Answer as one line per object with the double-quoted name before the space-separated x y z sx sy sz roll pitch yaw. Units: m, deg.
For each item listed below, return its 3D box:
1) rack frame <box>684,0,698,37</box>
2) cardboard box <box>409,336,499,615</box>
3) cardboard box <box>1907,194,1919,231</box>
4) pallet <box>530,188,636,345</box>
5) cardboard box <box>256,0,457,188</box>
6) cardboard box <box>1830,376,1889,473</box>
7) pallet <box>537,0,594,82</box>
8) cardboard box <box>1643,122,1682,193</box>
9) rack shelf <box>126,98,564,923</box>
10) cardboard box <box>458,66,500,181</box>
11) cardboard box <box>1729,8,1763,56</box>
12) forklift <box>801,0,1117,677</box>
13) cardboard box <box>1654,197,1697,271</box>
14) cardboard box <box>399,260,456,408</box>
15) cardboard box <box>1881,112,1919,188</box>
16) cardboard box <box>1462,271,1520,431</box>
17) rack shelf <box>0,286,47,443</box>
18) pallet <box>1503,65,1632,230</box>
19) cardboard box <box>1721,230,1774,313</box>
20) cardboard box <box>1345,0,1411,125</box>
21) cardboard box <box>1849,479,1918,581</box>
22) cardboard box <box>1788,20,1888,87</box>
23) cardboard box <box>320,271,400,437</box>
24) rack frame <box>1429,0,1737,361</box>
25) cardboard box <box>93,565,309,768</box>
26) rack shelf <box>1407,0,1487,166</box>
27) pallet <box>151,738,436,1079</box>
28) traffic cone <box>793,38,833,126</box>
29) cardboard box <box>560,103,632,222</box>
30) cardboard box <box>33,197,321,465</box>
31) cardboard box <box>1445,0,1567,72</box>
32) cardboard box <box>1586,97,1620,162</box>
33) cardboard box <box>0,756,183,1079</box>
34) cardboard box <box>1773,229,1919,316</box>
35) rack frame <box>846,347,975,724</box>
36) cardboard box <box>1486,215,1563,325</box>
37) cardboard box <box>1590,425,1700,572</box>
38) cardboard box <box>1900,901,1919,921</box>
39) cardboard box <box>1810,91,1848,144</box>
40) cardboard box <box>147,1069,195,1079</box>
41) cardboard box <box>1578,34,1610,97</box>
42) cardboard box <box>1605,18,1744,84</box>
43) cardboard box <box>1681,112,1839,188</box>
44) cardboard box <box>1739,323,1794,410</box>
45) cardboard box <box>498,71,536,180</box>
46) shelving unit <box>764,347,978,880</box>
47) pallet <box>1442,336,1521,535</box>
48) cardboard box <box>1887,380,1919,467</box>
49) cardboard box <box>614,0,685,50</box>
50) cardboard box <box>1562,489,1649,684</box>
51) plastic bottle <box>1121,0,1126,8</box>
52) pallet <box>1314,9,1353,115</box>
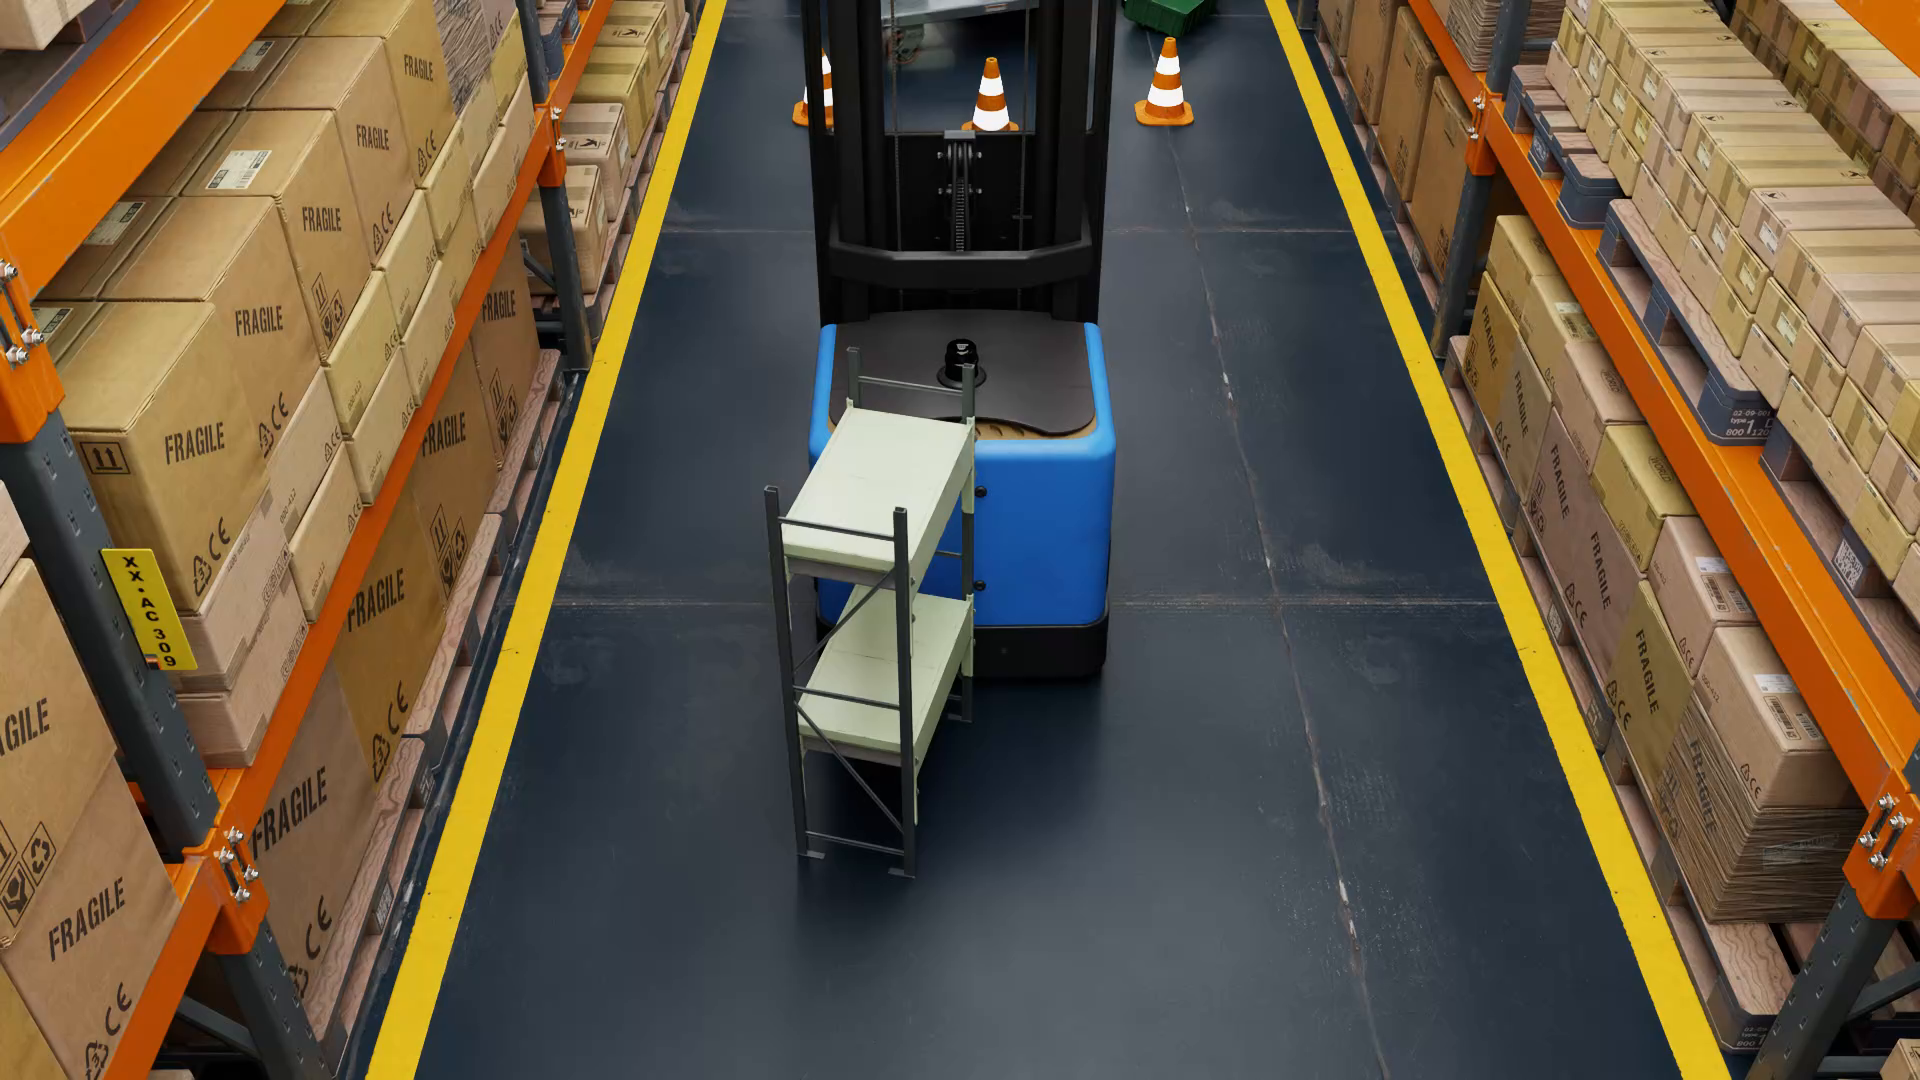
"rack frame" -2.225 -4.487 9.950 1.000 3.000 0.127 0 39 0
"cardboard box" -2.306 -0.330 6.126 0.875 0.875 0.875 0 39 1
"cardboard box" 3.189 -0.957 5.173 0.380 0.149 0.250 -1 39 -1
"pallet" -2.220 -1.386 8.310 1.003 0.211 1.213 0 39 0
"cardboard box" -1.956 -1.460 5.293 0.500 0.500 0.500 0 39 0
"cardboard box" 2.537 -0.301 4.354 0.380 0.149 0.250 2 39 2
"pallet" -2.328 -2.356 7.444 1.213 0.211 1.003 0 39 0
"cardboard box" 2.535 -1.281 5.577 0.380 0.149 0.250 0 39 0
"rack shelf" -2.218 -0.454 5.493 1.077 0.370 4.000 0 39 0
"cardboard box" -1.962 -1.498 5.941 0.500 0.250 0.500 -1 39 -1
"cardboard box" 3.185 -1.925 6.381 0.380 0.149 0.250 1 39 1
"forklift" -0.007 -1.538 6.325 1.130 2.935 3.031 0 39 0
"cardboard box" 2.531 -1.009 5.475 0.380 0.149 0.250 0 39 1
"cardboard box" -1.931 -0.657 5.291 0.500 0.250 0.500 -1 39 -1
"cardboard box" 3.188 -1.235 5.282 0.380 0.149 0.250 2 39 2
"cardboard box" 2.475 -0.798 7.010 0.500 0.500 0.500 -2 39 -2
"rack shelf" -2.214 0.877 1.433 1.077 0.370 4.000 0 39 0
"pallet" 2.837 -1.531 6.416 1.213 0.211 1.003 0 39 0
"cardboard box" 2.531 -0.805 4.984 0.380 0.149 0.250 0 39 0
"cardboard box" 2.813 -2.848 9.368 1.050 0.750 0.750 0 39 0
"cardboard box" 2.534 -0.027 4.250 0.380 0.149 0.250 0 39 0
"cardboard box" 3.187 -1.723 5.891 0.380 0.149 0.250 1 39 1
"cardboard box" -1.937 -0.537 4.742 0.500 0.250 0.500 0 39 1
"rack frame" 2.729 -2.052 6.912 1.000 3.000 0.127 0 39 0
"cardboard box" -1.953 0.299 4.098 0.500 0.250 0.500 -1 39 -1
"rack shelf" 2.727 -3.022 8.697 1.077 0.370 4.000 0 39 0
"pallet" -2.292 1.122 5.181 1.003 0.211 1.213 0 39 0
"traffic cone" -0.824 -2.722 9.777 0.336 0.463 0.334 0 39 0
"cardboard box" -2.220 -1.938 8.536 0.950 0.372 0.625 -1 39 -1
"cardboard box" -1.957 -0.506 4.104 0.500 0.500 0.500 0 39 0
"cardboard box" 2.460 -2.372 7.232 0.500 0.500 0.500 0 39 0
"cardboard box" 2.529 -1.501 6.090 0.380 0.149 0.250 2 39 2
"cardboard box" -1.960 0.767 3.314 0.500 0.500 0.500 0 39 0
"cardboard box" 2.541 -0.747 4.673 0.380 0.149 0.250 -1 39 -2
"rack frame" -0.151 0.032 5.511 0.400 1.500 0.023 9 40 11
"cardboard box" 2.488 -1.102 6.789 0.500 0.250 0.500 -2 39 -2
"cardboard box" 2.478 -0.149 5.601 0.500 0.250 0.500 -2 39 -2
"cardboard box" 2.998 0.799 5.018 0.500 0.500 0.500 1 39 2
"cardboard box" 3.190 -1.437 5.772 0.380 0.149 0.250 0 39 0
"cardboard box" -2.323 1.745 3.887 0.875 0.438 0.875 -1 39 -1
"cardboard box" 2.531 -1.762 6.177 0.380 0.149 0.250 2 39 2
"cardboard box" 2.535 -1.739 5.911 0.380 0.149 0.250 0 39 0
"cardboard box" 2.539 -1.239 5.287 0.380 0.149 0.250 1 39 1
"cardboard box" 2.530 -0.514 4.857 0.380 0.149 0.250 -2 39 -2
"cardboard box" -1.960 -1.611 6.481 0.500 0.250 0.500 -1 39 -2
"shelving unit" -0.244 0.253 5.235 0.431 1.500 0.755 9 40 11
"pallet" 2.729 -0.475 7.174 1.003 0.211 1.213 0 39 0
"cardboard box" 2.537 -0.267 4.074 0.380 0.149 0.250 -1 39 -1
"cardboard box" -2.222 -3.297 10.231 0.950 0.372 0.625 0 39 1
"cardboard box" 2.485 0.157 5.819 0.500 0.500 0.500 -1 39 -1
"plastic bottle" 1.215 -3.578 11.166 0.133 0.061 0.283 -20 43 -23
"pallet" 2.801 -2.983 10.303 1.003 0.211 1.213 0 39 0
